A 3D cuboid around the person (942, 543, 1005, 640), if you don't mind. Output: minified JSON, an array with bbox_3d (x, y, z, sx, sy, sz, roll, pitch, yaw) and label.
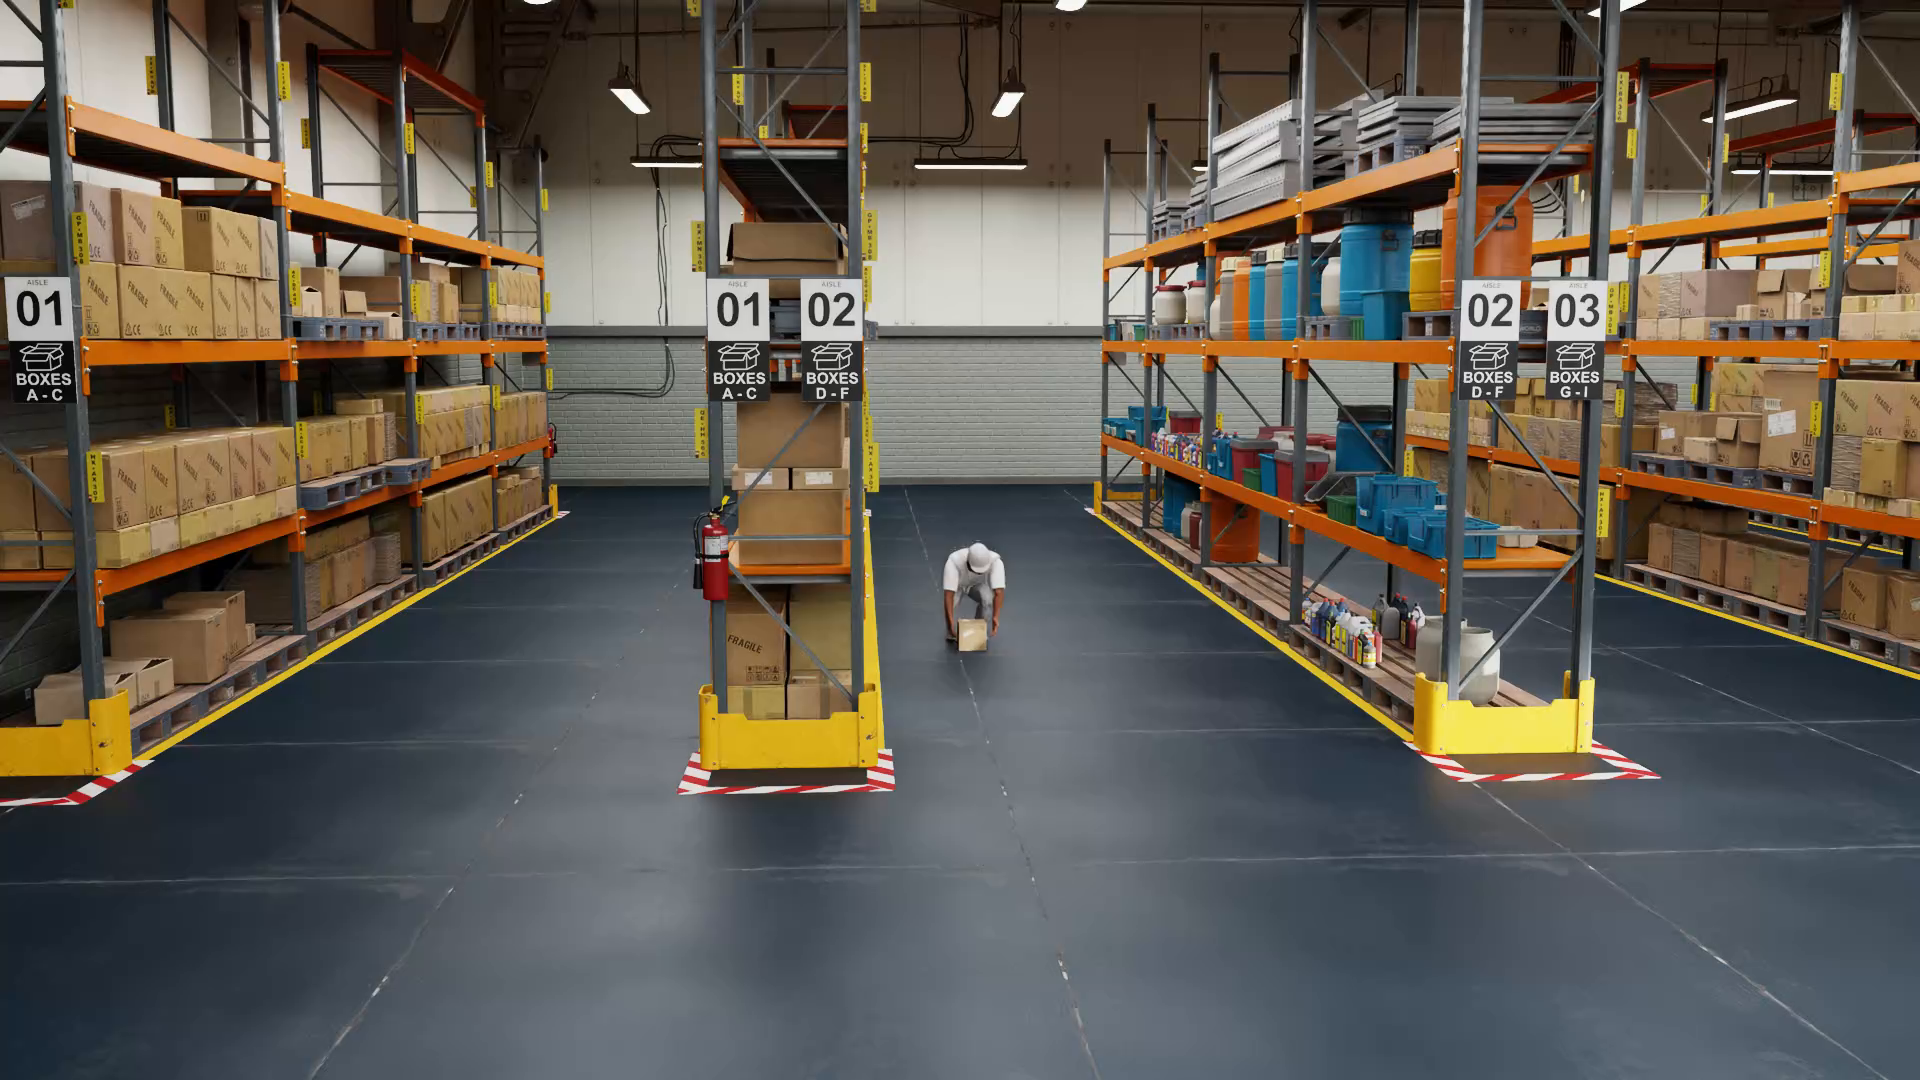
[{"bbox_3d":[0.119,0.471,15.556,0.580,0.975,0.895,0,7,-4],"label":"person"}]
